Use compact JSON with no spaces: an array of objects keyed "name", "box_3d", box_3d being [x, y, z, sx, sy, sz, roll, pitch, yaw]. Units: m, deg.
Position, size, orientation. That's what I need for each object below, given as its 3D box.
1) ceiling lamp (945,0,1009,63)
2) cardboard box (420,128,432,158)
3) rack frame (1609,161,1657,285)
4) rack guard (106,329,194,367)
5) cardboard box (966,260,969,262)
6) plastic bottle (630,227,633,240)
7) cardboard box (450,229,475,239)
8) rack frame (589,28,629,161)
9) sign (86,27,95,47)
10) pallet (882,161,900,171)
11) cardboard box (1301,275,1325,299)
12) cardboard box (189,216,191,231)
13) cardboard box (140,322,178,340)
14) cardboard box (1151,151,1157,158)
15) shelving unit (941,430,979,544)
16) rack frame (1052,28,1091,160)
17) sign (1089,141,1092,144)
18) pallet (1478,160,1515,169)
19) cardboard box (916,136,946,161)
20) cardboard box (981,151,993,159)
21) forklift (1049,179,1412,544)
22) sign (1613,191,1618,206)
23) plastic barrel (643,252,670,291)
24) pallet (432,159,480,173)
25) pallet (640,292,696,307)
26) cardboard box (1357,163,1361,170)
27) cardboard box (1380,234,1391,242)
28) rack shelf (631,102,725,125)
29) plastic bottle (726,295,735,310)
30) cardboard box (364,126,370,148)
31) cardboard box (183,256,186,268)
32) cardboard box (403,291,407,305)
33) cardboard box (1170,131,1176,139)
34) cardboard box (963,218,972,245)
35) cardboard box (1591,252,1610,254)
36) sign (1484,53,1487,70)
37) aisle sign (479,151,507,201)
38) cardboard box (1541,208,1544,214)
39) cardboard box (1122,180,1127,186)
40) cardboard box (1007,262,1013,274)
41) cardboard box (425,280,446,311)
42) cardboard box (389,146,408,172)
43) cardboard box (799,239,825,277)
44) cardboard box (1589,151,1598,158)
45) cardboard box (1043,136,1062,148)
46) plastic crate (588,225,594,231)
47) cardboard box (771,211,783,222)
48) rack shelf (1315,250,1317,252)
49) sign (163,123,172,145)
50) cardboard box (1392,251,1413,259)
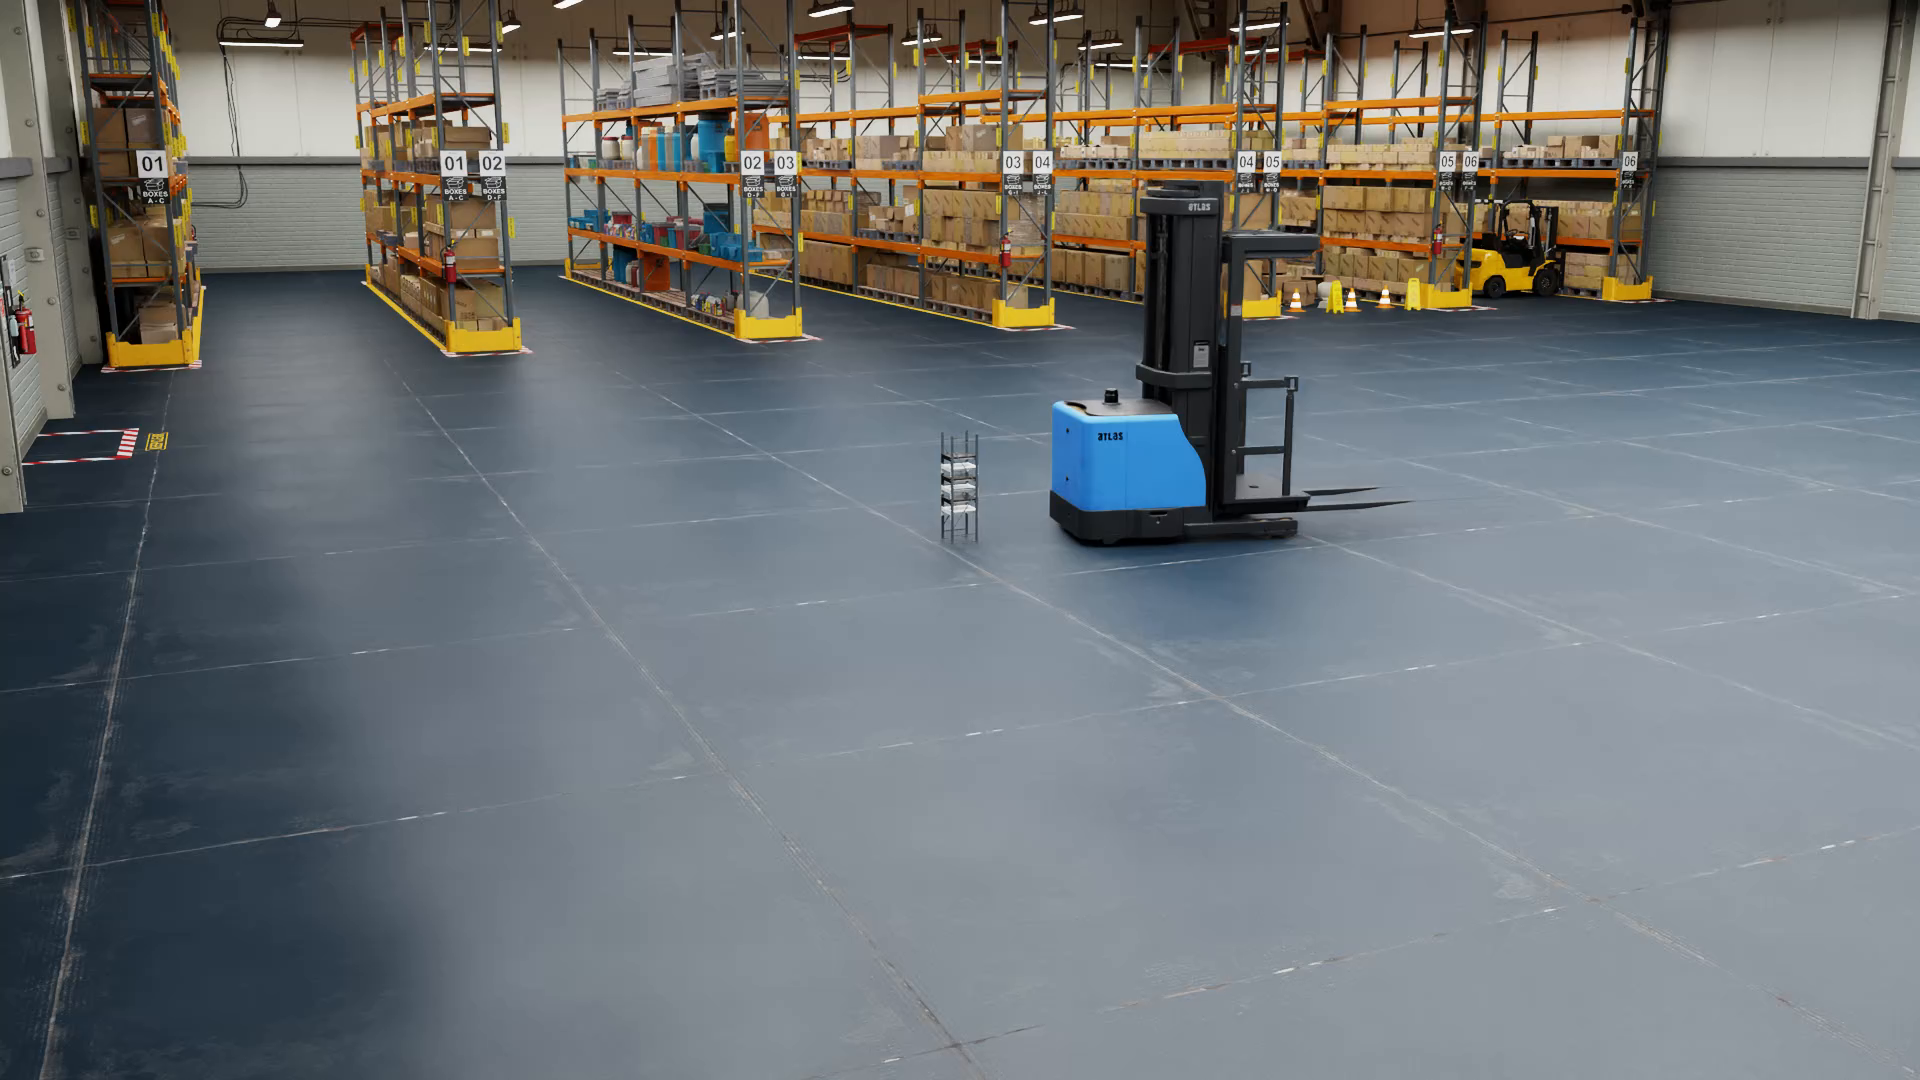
[{"name":"ceiling lamp","box_3d":[0.601,-15.798,49.226,2.000,3.185,0.800,-6,14,-23]},{"name":"cardboard box","box_3d":[-8.910,-6.861,28.737,0.797,0.503,0.637,-4,14,-17]},{"name":"rack frame","box_3d":[14.853,-6.839,36.769,1.000,3.000,0.127,-6,14,-23]},{"name":"rack guard","box_3d":[-12.420,-2.951,25.511,1.175,0.500,0.348,-6,14,-23]},{"name":"cardboard box","box_3d":[0.344,-7.507,44.385,0.380,0.149,0.250,-6,14,-25]},{"name":"plastic bottle","box_3d":[-7.269,-6.796,36.868,0.097,0.271,0.097,0,13,0]},{"name":"cardboard box","box_3d":[-8.179,-5.028,27.281,0.380,0.149,0.250,-6,14,-24]},{"name":"rack frame","box_3d":[-8.119,-10.450,39.064,1.000,3.000,0.127,-6,14,-23]},{"name":"sign","box_3d":[-14.498,-8.383,27.711,0.100,0.325,0.005,-6,14,-23]},{"name":"pallet","box_3d":[-0.944,-8.043,35.732,1.213,0.211,1.003,-6,14,-23]},{"name":"cardboard box","box_3d":[7.887,-5.656,37.193,0.500,0.500,0.500,4,14,16]},{"name":"cardboard box","box_3d":[-18.283,-7.351,38.314,0.980,0.700,0.700,-6,14,-23]},{"name":"cardboard box","box_3d":[-12.812,-3.326,26.577,0.500,0.311,0.500,-4,14,-18]},{"name":"cardboard box","box_3d":[4.248,-8.130,35.097,0.380,0.149,0.250,-6,14,-23]},{"name":"shelving unit","box_3d":[-0.003,-0.440,13.776,0.258,0.900,0.210,-6,14,-23]},{"name":"rack frame","box_3d":[2.607,-10.498,39.271,1.000,3.000,0.127,-6,14,-23]},{"name":"sign","box_3d":[3.119,-9.375,39.752,0.100,0.325,0.005,-6,14,-23]},{"name":"pallet","box_3d":[12.886,-9.215,40.805,0.805,0.209,1.217,-6,14,-25]},{"name":"cardboard box","box_3d":[-0.473,-8.144,34.593,0.797,0.503,0.637,-6,14,-26]},{"name":"cardboard box","box_3d":[0.622,-7.218,31.200,0.380,0.149,0.250,-6,14,-25]},{"name":"forklift","box_3d":[2.350,-1.544,14.039,3.031,2.935,1.130,-3,13,-13]},{"name":"sign","box_3d":[14.350,-7.473,36.412,0.100,0.325,0.005,-6,14,-23]},{"name":"plastic barrel","box_3d":[-6.728,-5.948,36.797,0.600,0.830,0.708,-6,14,-23]},{"name":"pallet","box_3d":[-8.111,-6.168,27.411,1.003,0.211,1.213,-6,14,-23]},{"name":"pallet","box_3d":[-6.242,-5.179,35.777,1.003,0.211,1.213,-6,14,-23]},{"name":"cardboard box","box_3d":[9.019,-8.257,36.800,0.380,0.149,0.250,-6,14,-25]},{"name":"cardboard box","box_3d":[9.384,-6.584,36.222,0.380,0.149,0.250,-6,14,-24]},{"name":"rack shelf","box_3d":[-5.715,-8.665,33.834,1.077,0.370,4.000,-6,14,-23]},{"name":"plastic bottle","box_3d":[-4.441,-4.596,32.142,0.152,0.276,0.135,-6,14,-23]},{"name":"cardboard box","box_3d":[-13.918,-9.689,39.987,0.700,0.500,0.500,-6,14,-23]},{"name":"cardboard box","box_3d":[-12.914,-4.536,27.103,0.500,0.250,0.500,-5,14,-22]},{"name":"cardboard box","box_3d":[-10.914,-4.881,33.472,0.500,0.250,0.500,-6,14,-25]},{"name":"cardboard box","box_3d":[4.555,-8.361,34.326,0.380,0.149,0.250,-6,14,-23]},{"name":"cardboard box","box_3d":[0.560,-6.005,32.281,0.875,0.500,0.500,-6,14,-23]},{"name":"cardboard box","box_3d":[14.631,-6.411,37.866,0.500,0.250,0.500,-6,14,-23]},{"name":"sign","box_3d":[10.804,-9.856,34.249,0.100,0.325,0.005,-6,14,-23]},{"name":"aisle sign","box_3d":[-7.545,-5.882,26.866,0.394,0.787,0.004,-6,14,-23]},{"name":"cardboard box","box_3d":[13.624,-7.674,38.714,0.380,0.149,0.250,-6,14,-25]},{"name":"cardboard box","box_3d":[4.737,-9.972,46.427,0.380,0.149,0.250,-6,14,-23]},{"name":"cardboard box","box_3d":[1.493,-6.996,42.056,0.500,0.500,0.500,-5,14,-22]},{"name":"cardboard box","box_3d":[-9.155,-4.327,29.418,0.500,0.500,0.500,-6,14,-23]},{"name":"cardboard box","box_3d":[-11.262,-7.851,34.266,0.910,0.500,0.500,-6,14,-23]},{"name":"cardboard box","box_3d":[-3.306,-7.014,41.302,1.225,0.875,0.875,-6,14,-23]},{"name":"cardboard box","box_3d":[14.243,-8.576,37.022,0.380,0.149,0.250,-6,14,-25]},{"name":"cardboard box","box_3d":[2.207,-9.518,39.772,0.396,0.266,0.258,-6,14,-23]},{"name":"plastic crate","box_3d":[-8.813,-7.629,40.659,0.437,0.125,0.590,-6,14,-23]},{"name":"cardboard box","box_3d":[-4.612,-8.431,43.318,0.500,0.250,0.500,-6,14,-24]},{"name":"rack shelf","box_3d":[7.903,-7.280,40.266,1.077,0.370,4.000,-6,14,-23]},{"name":"sign","box_3d":[-11.892,-6.089,24.937,0.100,0.325,0.005,-6,14,-23]},{"name":"cardboard box","box_3d":[9.538,-6.148,35.848,0.380,0.149,0.250,-5,14,-21]}]
